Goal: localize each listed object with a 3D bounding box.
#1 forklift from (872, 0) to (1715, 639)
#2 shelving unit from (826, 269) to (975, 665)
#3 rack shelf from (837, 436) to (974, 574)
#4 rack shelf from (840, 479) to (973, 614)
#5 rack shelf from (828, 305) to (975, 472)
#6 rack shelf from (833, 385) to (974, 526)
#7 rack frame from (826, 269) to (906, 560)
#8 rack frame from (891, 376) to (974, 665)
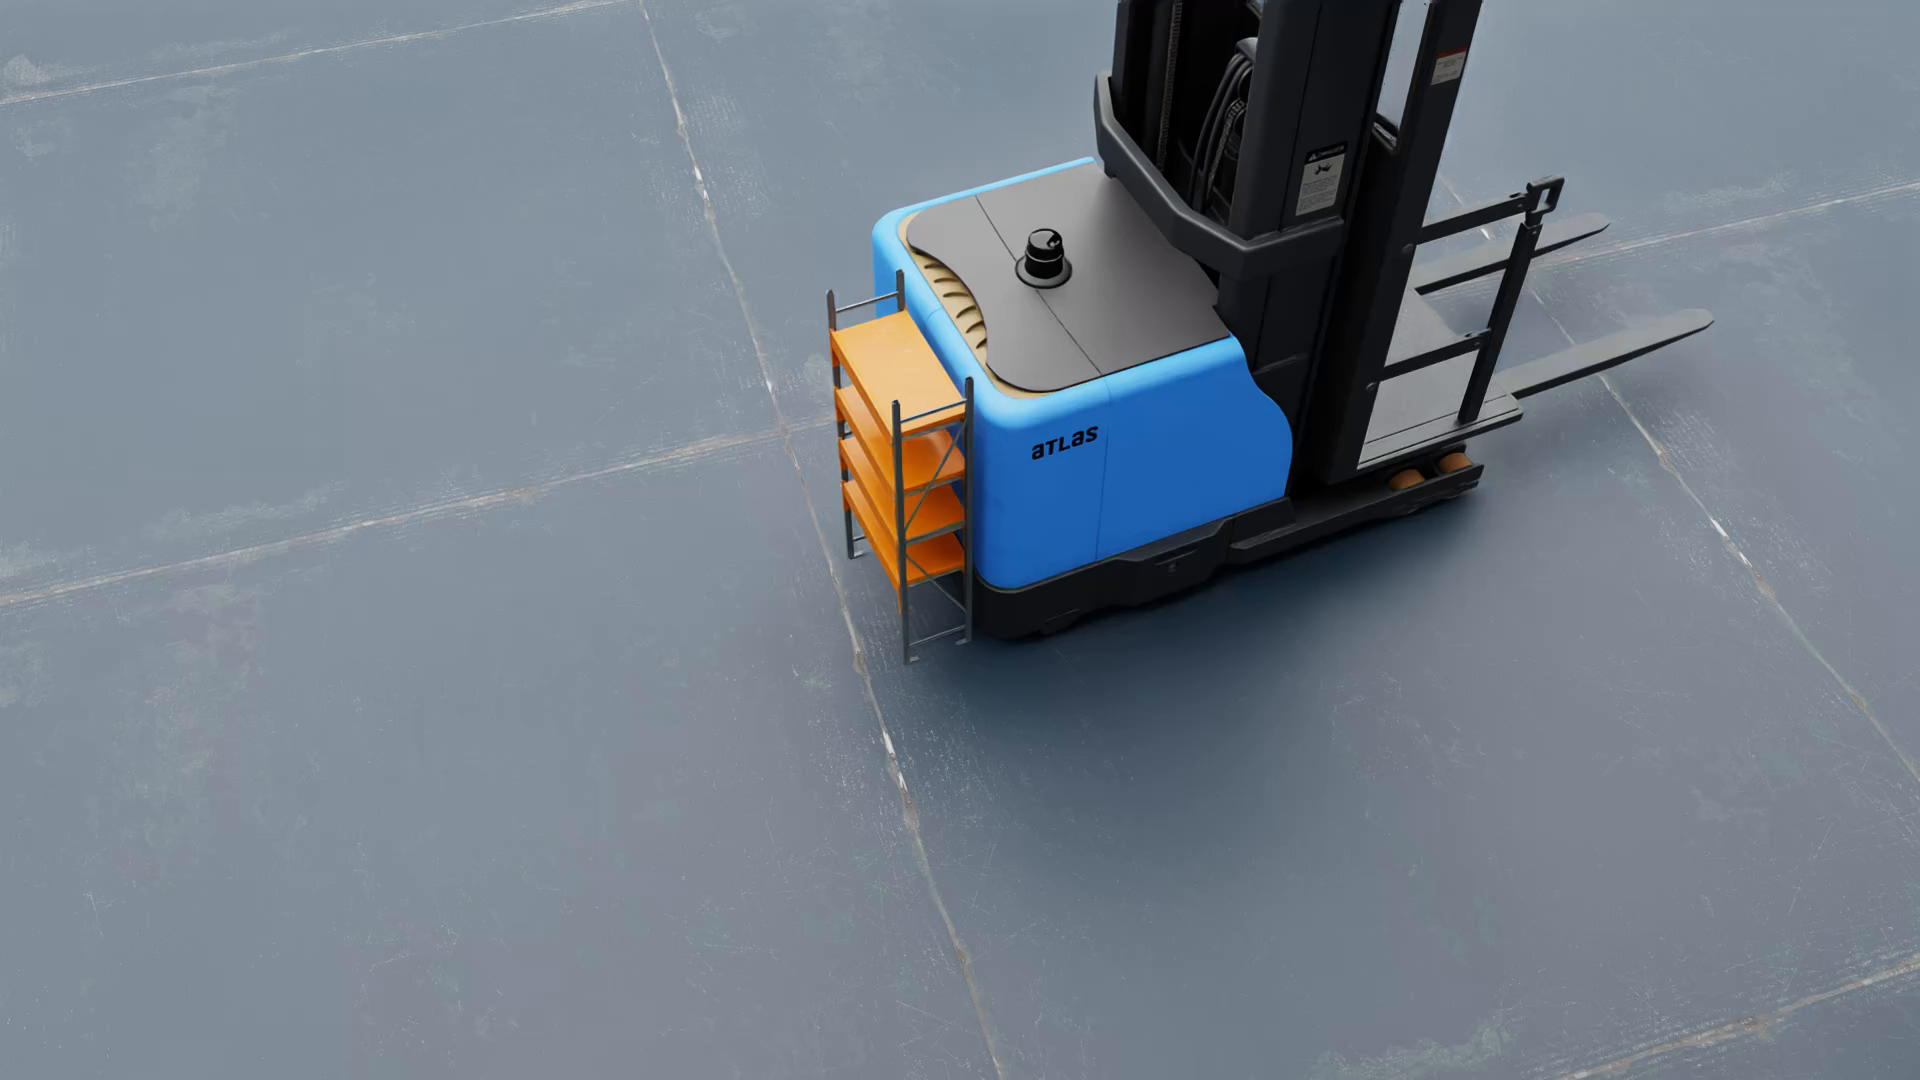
[{"bbox_3d":[1.273,-1.385,5.000,3.031,2.935,1.130,-19,52,-15],"label":"forklift"},{"bbox_3d":[-0.174,-0.192,5.127,0.258,1.200,0.503,-19,52,-15],"label":"shelving unit"},{"bbox_3d":[-0.174,-0.149,5.179,0.258,0.148,0.480,-19,52,-15],"label":"rack shelf"},{"bbox_3d":[-0.174,-0.021,5.330,0.258,0.148,0.480,-19,52,-15],"label":"rack shelf"},{"bbox_3d":[-0.174,-0.445,4.827,0.258,0.148,0.480,-19,52,-15],"label":"rack shelf"},{"bbox_3d":[-0.174,-0.293,5.007,0.258,0.148,0.480,-19,52,-15],"label":"rack shelf"},{"bbox_3d":[-0.274,-0.362,5.270,0.240,1.200,0.015,-19,52,-15],"label":"rack frame"},{"bbox_3d":[-0.074,-0.022,4.984,0.240,1.200,0.015,-19,52,-15],"label":"rack frame"}]
